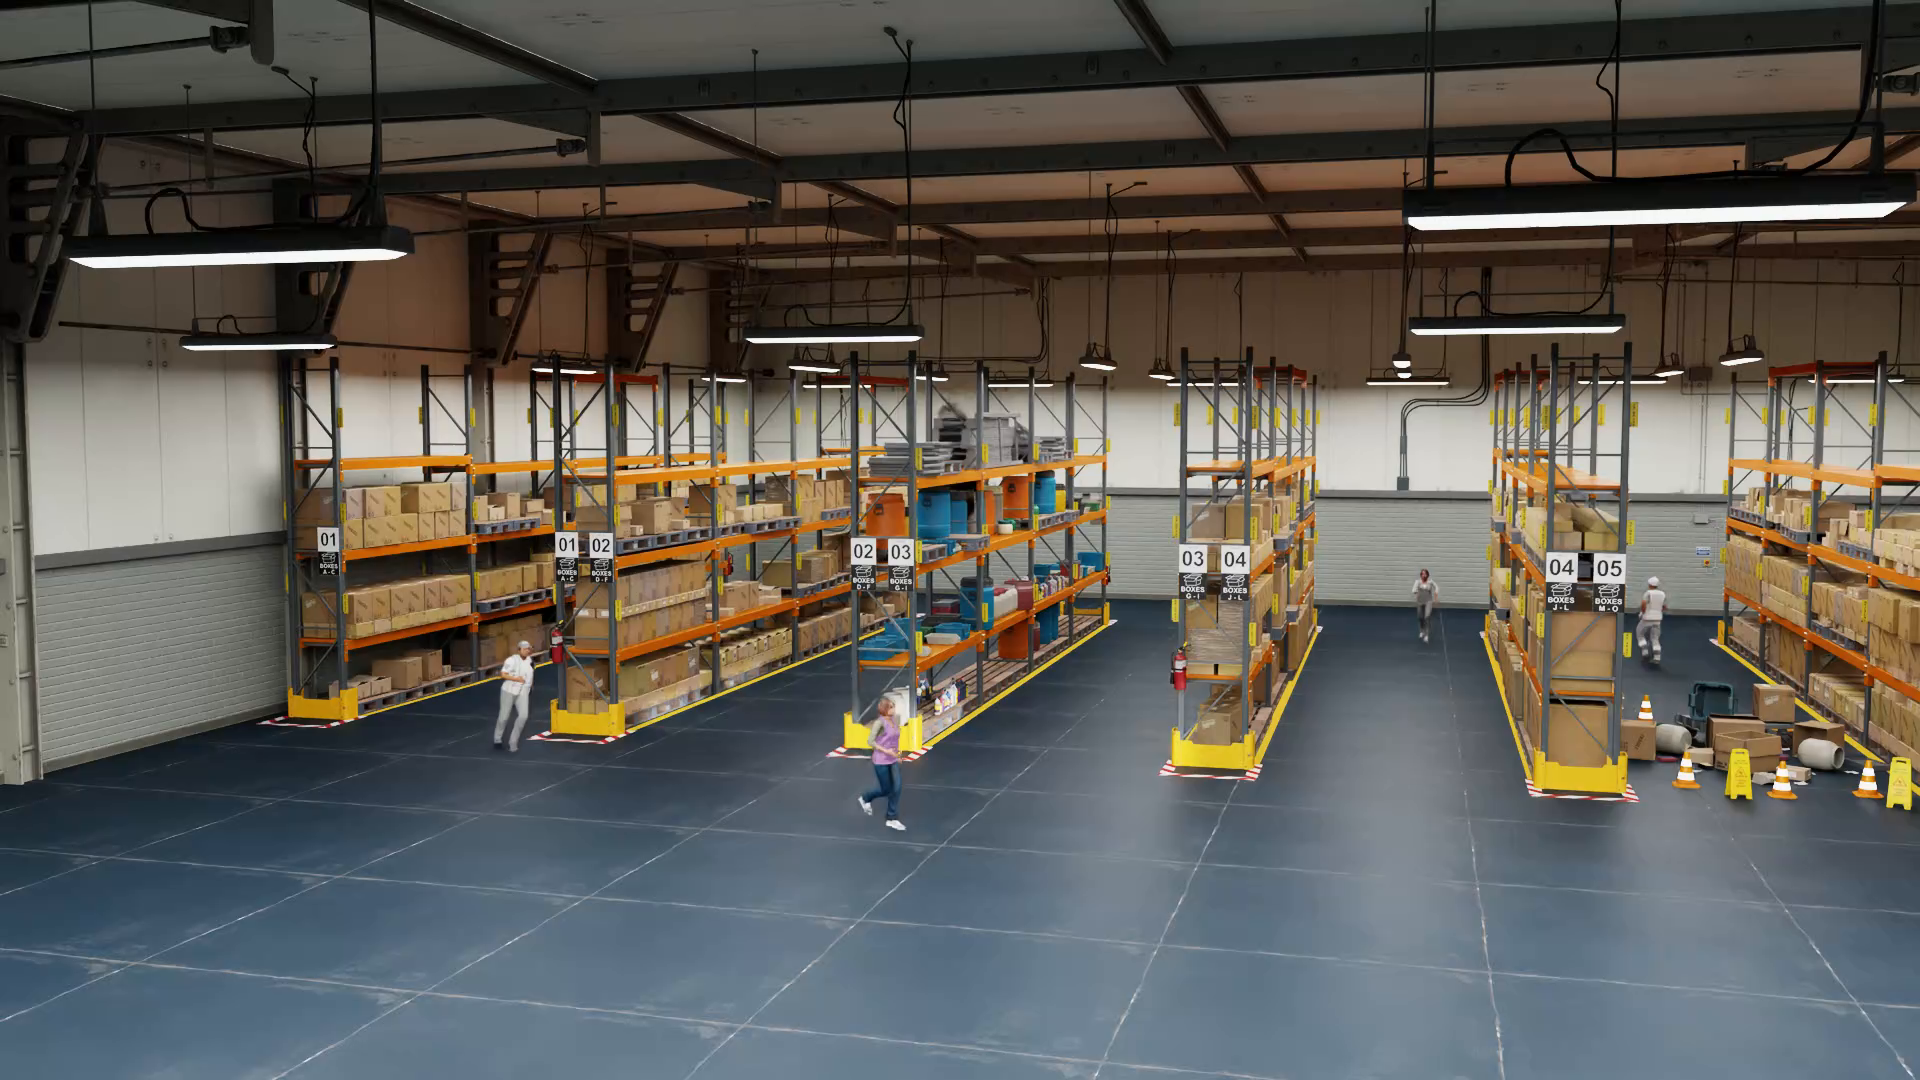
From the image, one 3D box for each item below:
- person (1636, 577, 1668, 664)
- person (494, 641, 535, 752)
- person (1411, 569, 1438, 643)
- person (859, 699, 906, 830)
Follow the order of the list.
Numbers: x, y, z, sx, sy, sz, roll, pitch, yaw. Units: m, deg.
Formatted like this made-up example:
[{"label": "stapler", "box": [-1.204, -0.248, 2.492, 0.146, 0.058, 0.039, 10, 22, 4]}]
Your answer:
[{"label": "person", "box": [13.994, 1.645, 33.689, 0.627, 1.804, 0.717, 0, 4, -3]}, {"label": "person", "box": [-6.720, 2.366, 25.262, 0.643, 1.676, 0.710, -3, 5, -36]}, {"label": "person", "box": [10.375, 1.453, 37.161, 0.550, 1.624, 0.816, 2, 5, 22]}, {"label": "person", "box": [-0.959, 2.731, 20.363, 0.696, 1.591, 0.534, 3, 5, 34]}]
